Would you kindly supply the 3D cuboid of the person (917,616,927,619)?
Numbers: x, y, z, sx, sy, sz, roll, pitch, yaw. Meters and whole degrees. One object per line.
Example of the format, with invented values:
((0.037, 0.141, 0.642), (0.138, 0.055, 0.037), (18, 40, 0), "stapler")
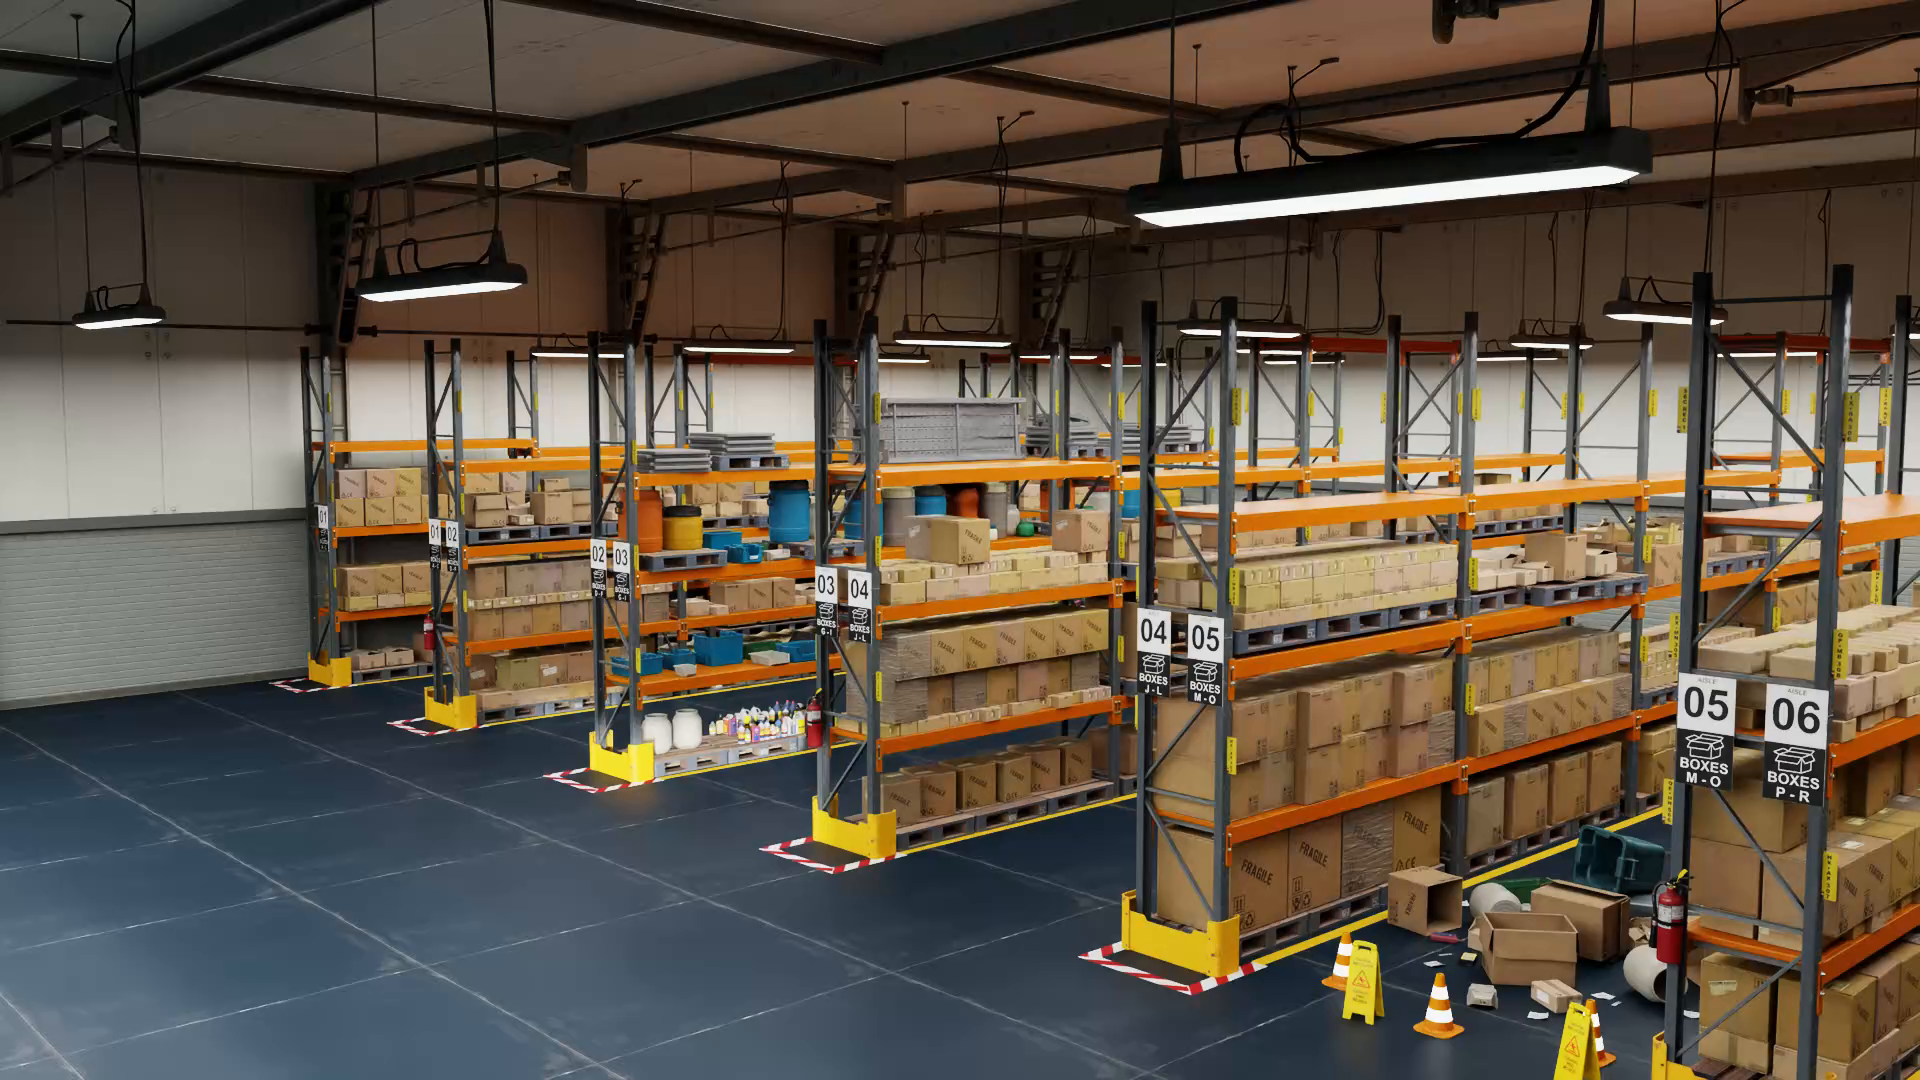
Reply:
((-0.583, 1.451, 29.261), (0.668, 1.823, 0.663), (5, 7, 43), "person")
